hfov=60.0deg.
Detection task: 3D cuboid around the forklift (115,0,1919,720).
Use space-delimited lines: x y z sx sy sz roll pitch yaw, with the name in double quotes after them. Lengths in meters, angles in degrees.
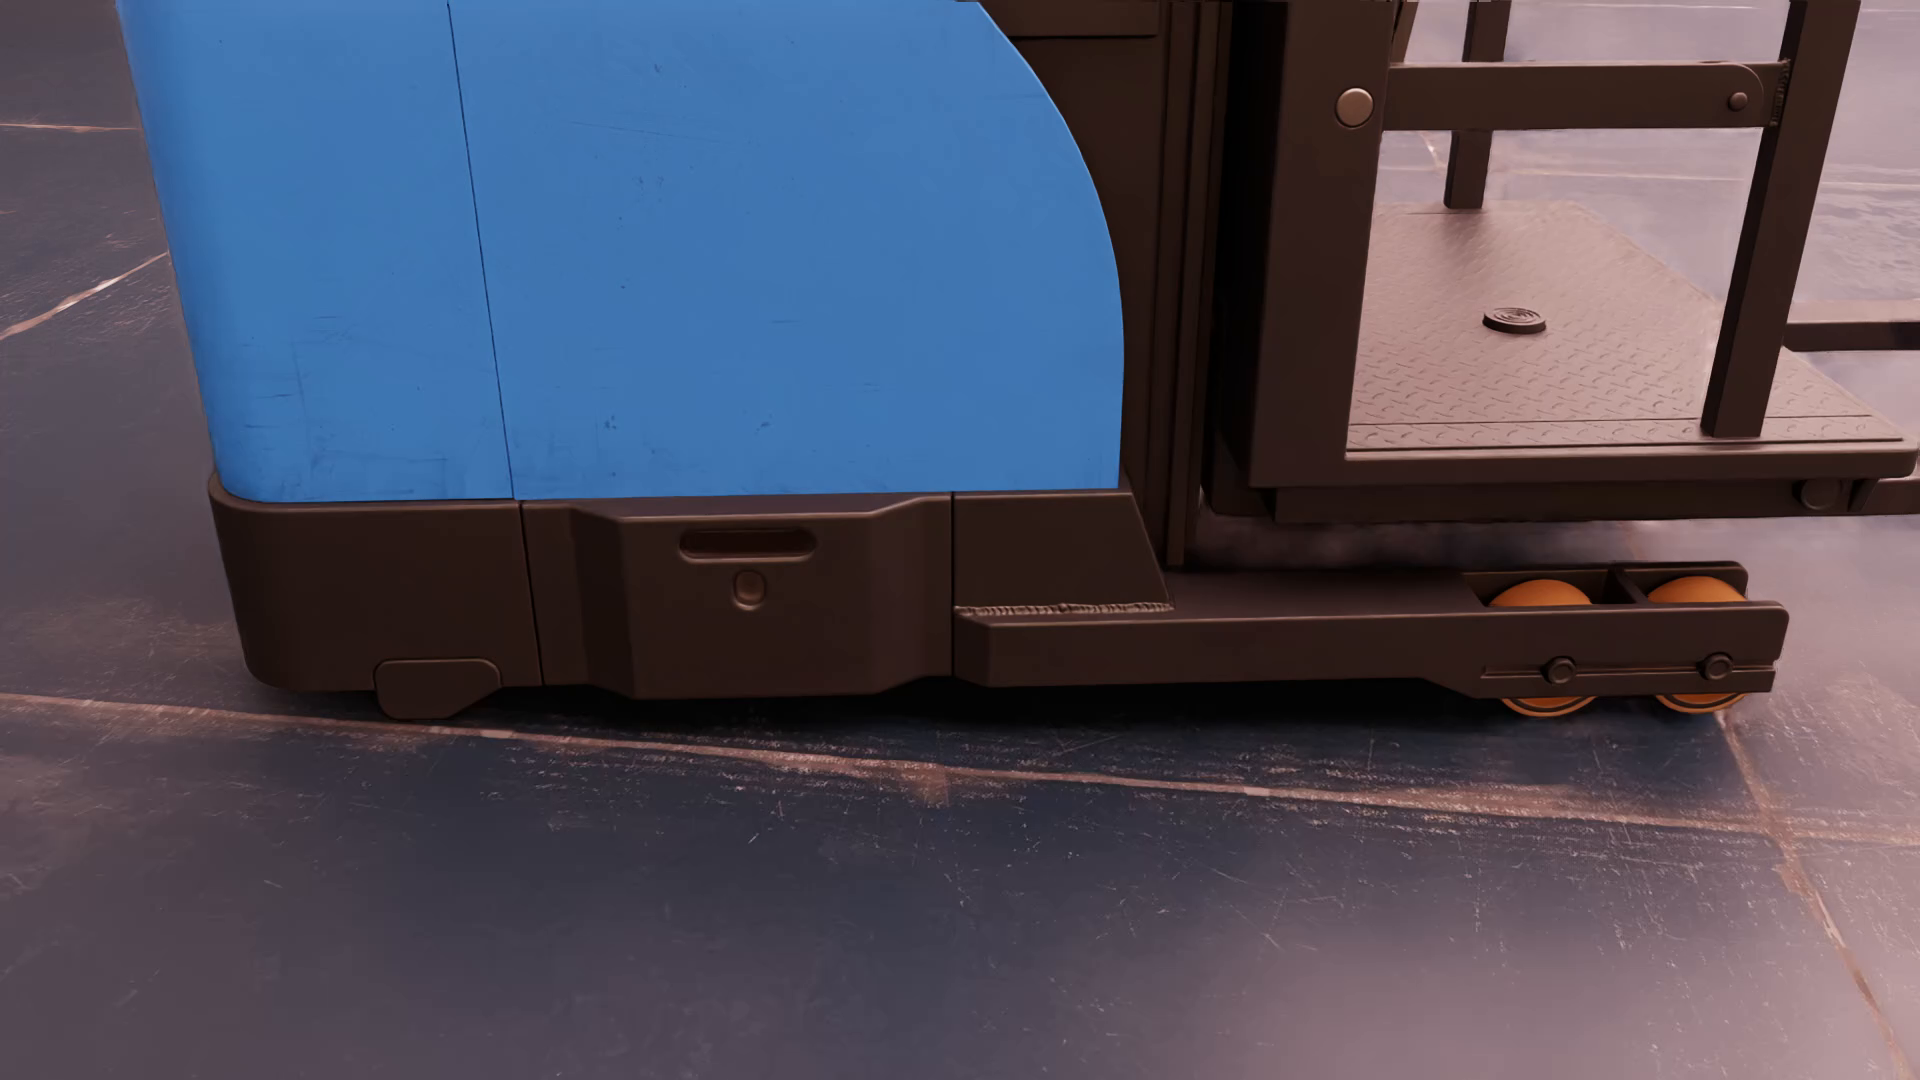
0.612 -1.329 1.881 3.031 2.935 1.130 -1 27 -2 "forklift"
